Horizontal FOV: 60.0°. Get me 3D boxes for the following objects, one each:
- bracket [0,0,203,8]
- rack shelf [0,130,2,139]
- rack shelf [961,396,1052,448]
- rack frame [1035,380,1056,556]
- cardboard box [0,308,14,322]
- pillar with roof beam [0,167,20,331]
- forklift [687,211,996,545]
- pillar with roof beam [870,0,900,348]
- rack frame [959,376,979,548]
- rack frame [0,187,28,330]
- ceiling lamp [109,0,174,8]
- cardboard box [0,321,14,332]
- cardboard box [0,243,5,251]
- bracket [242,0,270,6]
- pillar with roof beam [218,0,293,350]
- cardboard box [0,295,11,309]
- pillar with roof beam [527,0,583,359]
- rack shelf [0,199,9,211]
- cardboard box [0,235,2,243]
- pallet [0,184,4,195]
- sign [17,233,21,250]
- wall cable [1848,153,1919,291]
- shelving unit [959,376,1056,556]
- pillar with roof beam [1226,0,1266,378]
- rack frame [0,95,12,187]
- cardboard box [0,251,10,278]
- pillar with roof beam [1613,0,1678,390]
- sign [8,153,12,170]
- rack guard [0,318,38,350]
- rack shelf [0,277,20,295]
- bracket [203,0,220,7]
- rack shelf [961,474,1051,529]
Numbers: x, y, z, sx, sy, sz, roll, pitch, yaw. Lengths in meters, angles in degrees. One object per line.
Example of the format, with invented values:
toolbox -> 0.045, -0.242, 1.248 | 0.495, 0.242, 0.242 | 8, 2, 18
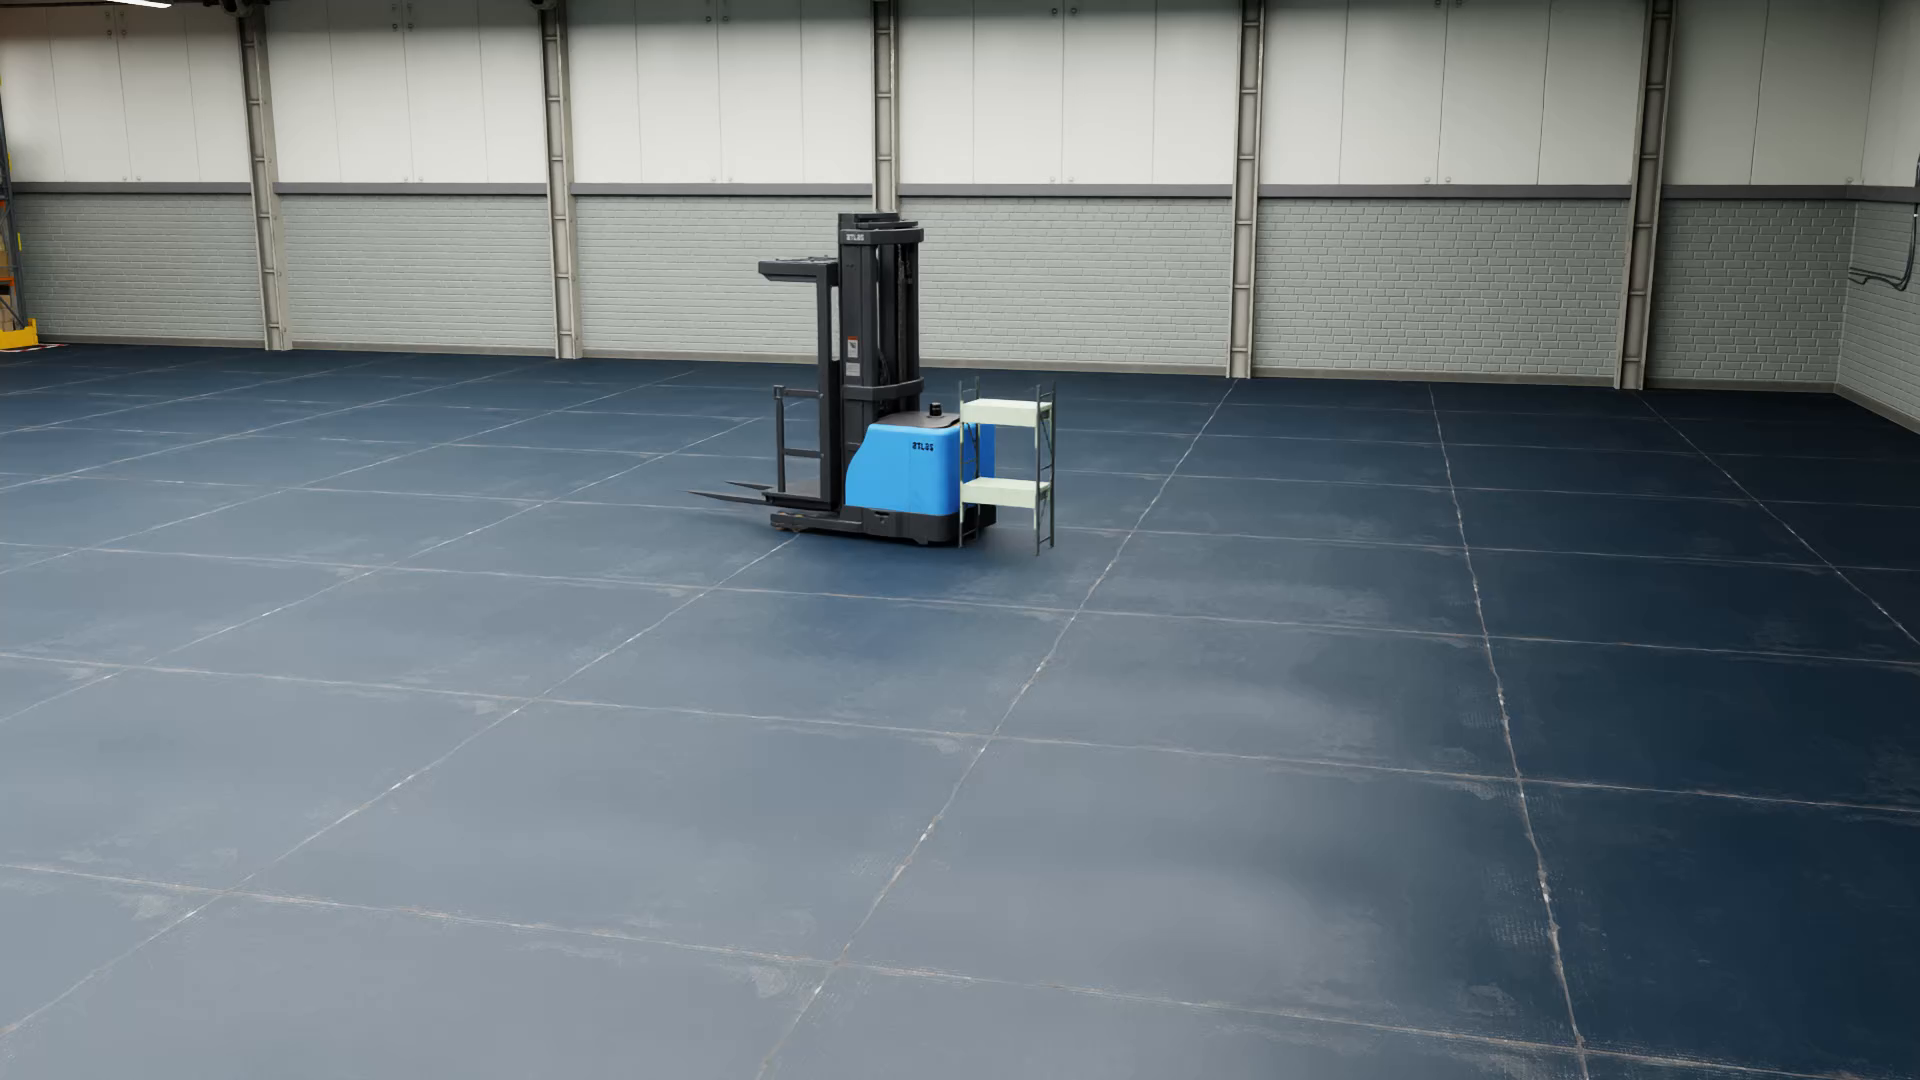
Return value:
bracket -> -15.885, -9.843, 30.513 | 4.783, 0.066, 0.076 | 3, 13, 14
rack shelf -> -20.202, -7.648, 31.515 | 4.000, 0.370, 1.077 | 3, 13, 14
rack shelf -> 0.417, -1.045, 14.679 | 0.720, 0.370, 0.431 | 6, 14, 23
rack frame -> 0.752, -0.632, 14.618 | 0.023, 1.500, 0.400 | 6, 14, 23
cardboard box -> -18.667, -4.337, 32.081 | 0.500, 0.250, 0.500 | 3, 13, 15
pillar with roof beam -> -19.752, -7.411, 27.863 | 0.400, 9.000, 9.100 | 3, 13, 14
forklift -> -1.199, -1.593, 15.649 | 3.031, 2.935, 1.130 | 7, 14, 28
pillar with roof beam -> -2.276, -6.477, 23.652 | 0.548, 9.000, 9.100 | 3, 13, 14
rack frame -> 0.083, -0.696, 14.909 | 0.023, 1.500, 0.400 | 6, 14, 23
rack frame -> -18.261, -5.162, 31.576 | 0.127, 3.000, 1.000 | 3, 13, 14
ceiling lamp -> -12.600, -9.780, 25.060 | 0.800, 3.185, 2.000 | 3, 13, 14
cardboard box -> -18.691, -4.091, 32.128 | 0.500, 0.250, 0.500 | 3, 13, 14
cardboard box -> -18.528, -5.600, 31.820 | 0.250, 0.149, 0.380 | 3, 13, 12
bracket -> -12.578, -9.666, 29.716 | 0.430, 0.232, 0.235 | 3, 13, 14
pillar with roof beam -> -13.927, -7.100, 26.459 | 0.548, 9.000, 9.100 | 3, 13, 14
cardboard box -> -18.682, -4.578, 32.011 | 0.500, 0.250, 0.500 | 3, 13, 13
pillar with roof beam -> -8.102, -6.789, 25.056 | 0.548, 9.000, 9.100 | 3, 13, 14
rack shelf -> -20.202, -6.379, 31.796 | 4.000, 0.370, 1.077 | 3, 13, 14
cardboard box -> -18.536, -5.735, 31.743 | 0.250, 0.149, 0.380 | 3, 13, 12
pallet -> -18.941, -6.626, 31.450 | 1.213, 0.211, 1.003 | 3, 13, 14
sign -> -18.122, -5.740, 31.998 | 0.005, 0.325, 0.100 | 3, 13, 14
wall cable -> 12.949, -4.813, 23.320 | 0.112, 2.526, 3.097 | 3, 13, 14
shelving unit -> 0.417, -0.664, 14.764 | 0.755, 1.500, 0.431 | 6, 14, 23
pillar with roof beam -> 3.549, -6.166, 22.249 | 0.400, 9.000, 9.100 | 3, 13, 14
rack frame -> -18.261, -8.091, 30.926 | 0.127, 3.000, 1.000 | 3, 13, 14
cardboard box -> -18.675, -5.295, 31.944 | 0.500, 0.500, 0.500 | 3, 13, 15
pillar with roof beam -> 9.374, -5.854, 20.845 | 0.400, 9.000, 9.100 | 3, 13, 14
sign -> -18.122, -7.208, 31.672 | 0.005, 0.325, 0.100 | 3, 13, 14
rack guard -> -18.237, -3.941, 31.841 | 0.348, 0.500, 1.175 | 3, 13, 14
rack shelf -> -20.202, -4.915, 32.121 | 4.000, 0.370, 1.077 | 3, 13, 14
bracket -> -13.383, -9.709, 29.910 | 0.430, 0.232, 0.235 | 3, 13, 14
rack shelf -> 0.417, -0.346, 14.834 | 0.720, 0.370, 0.431 | 6, 14, 23
